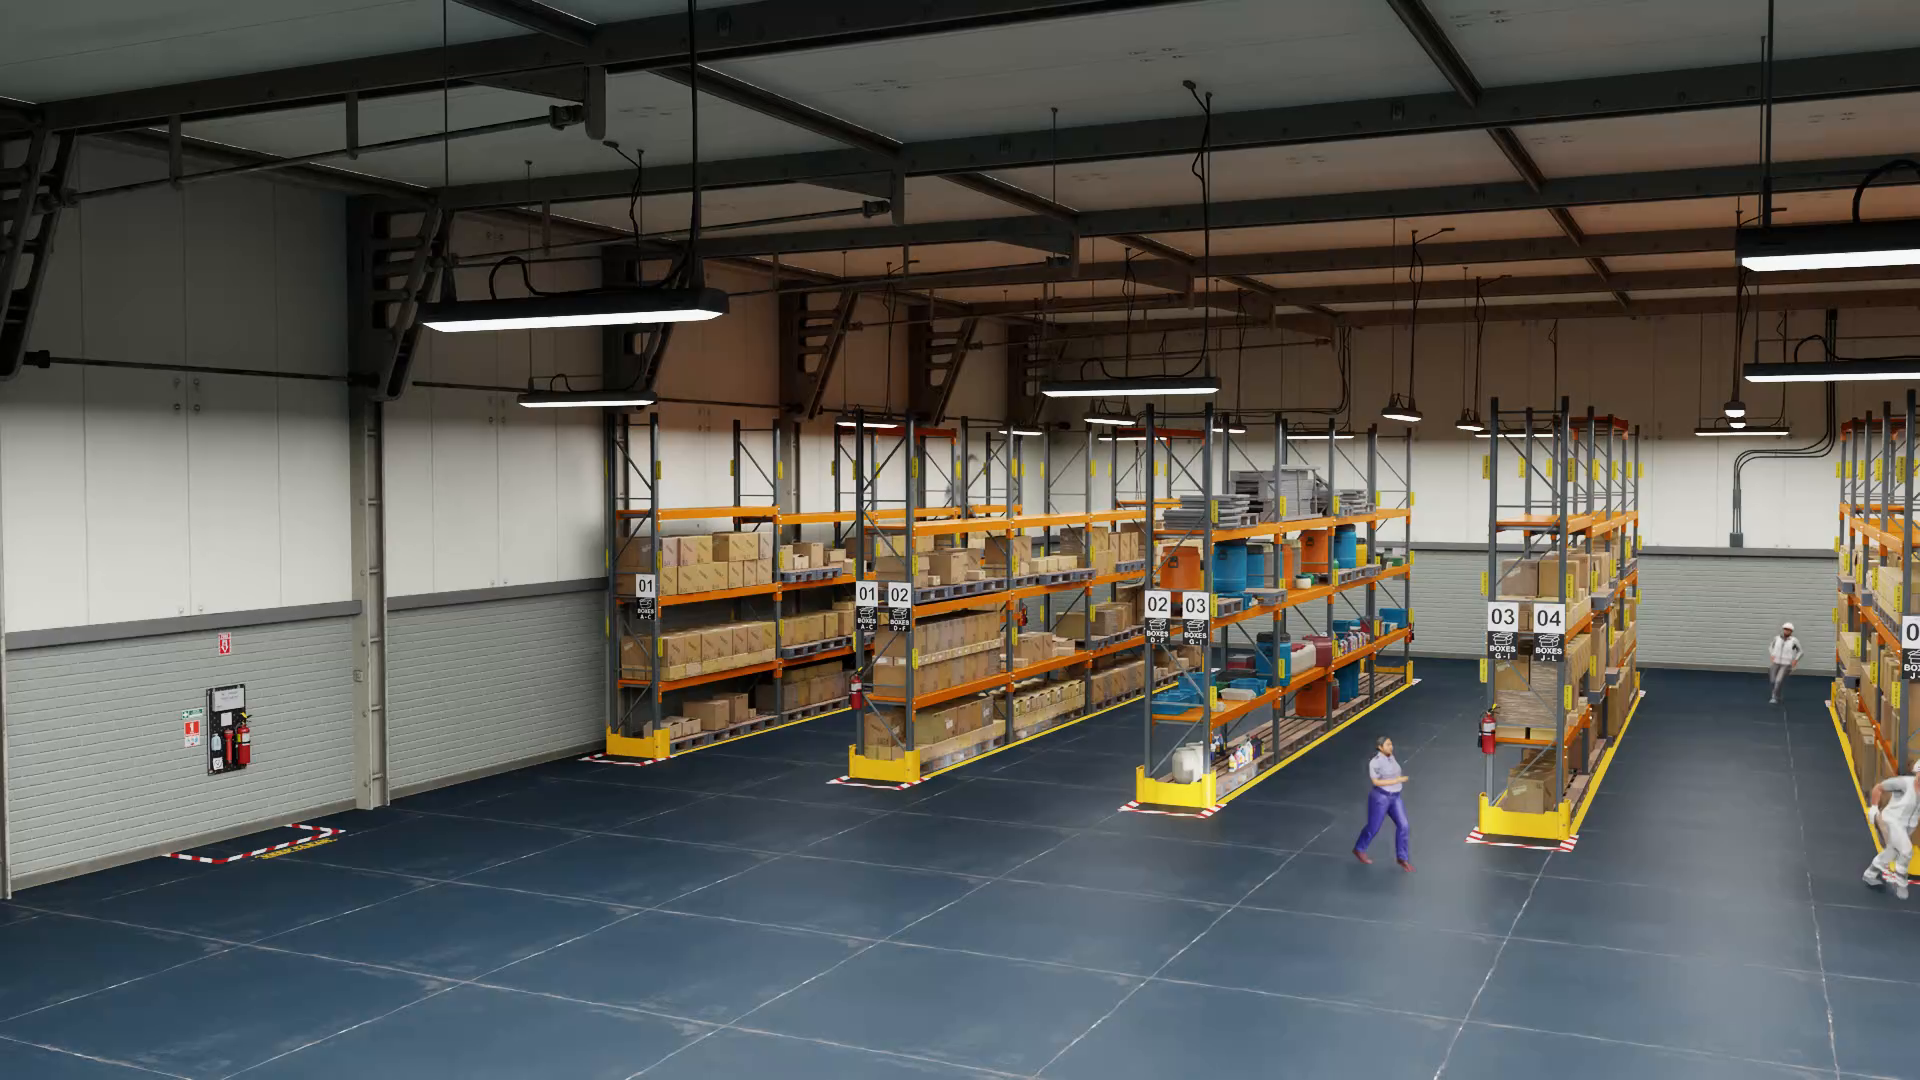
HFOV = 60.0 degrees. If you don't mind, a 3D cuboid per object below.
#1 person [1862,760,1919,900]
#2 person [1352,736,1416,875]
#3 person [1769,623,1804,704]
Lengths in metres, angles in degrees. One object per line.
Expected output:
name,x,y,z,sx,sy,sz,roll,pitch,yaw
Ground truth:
person,11.068,3.368,19.549,0.712,1.662,1.027,-1,2,-13
person,5.308,3.378,20.830,0.577,1.524,0.815,-2,3,-35
person,17.722,2.638,35.696,0.703,1.736,0.693,2,3,42
